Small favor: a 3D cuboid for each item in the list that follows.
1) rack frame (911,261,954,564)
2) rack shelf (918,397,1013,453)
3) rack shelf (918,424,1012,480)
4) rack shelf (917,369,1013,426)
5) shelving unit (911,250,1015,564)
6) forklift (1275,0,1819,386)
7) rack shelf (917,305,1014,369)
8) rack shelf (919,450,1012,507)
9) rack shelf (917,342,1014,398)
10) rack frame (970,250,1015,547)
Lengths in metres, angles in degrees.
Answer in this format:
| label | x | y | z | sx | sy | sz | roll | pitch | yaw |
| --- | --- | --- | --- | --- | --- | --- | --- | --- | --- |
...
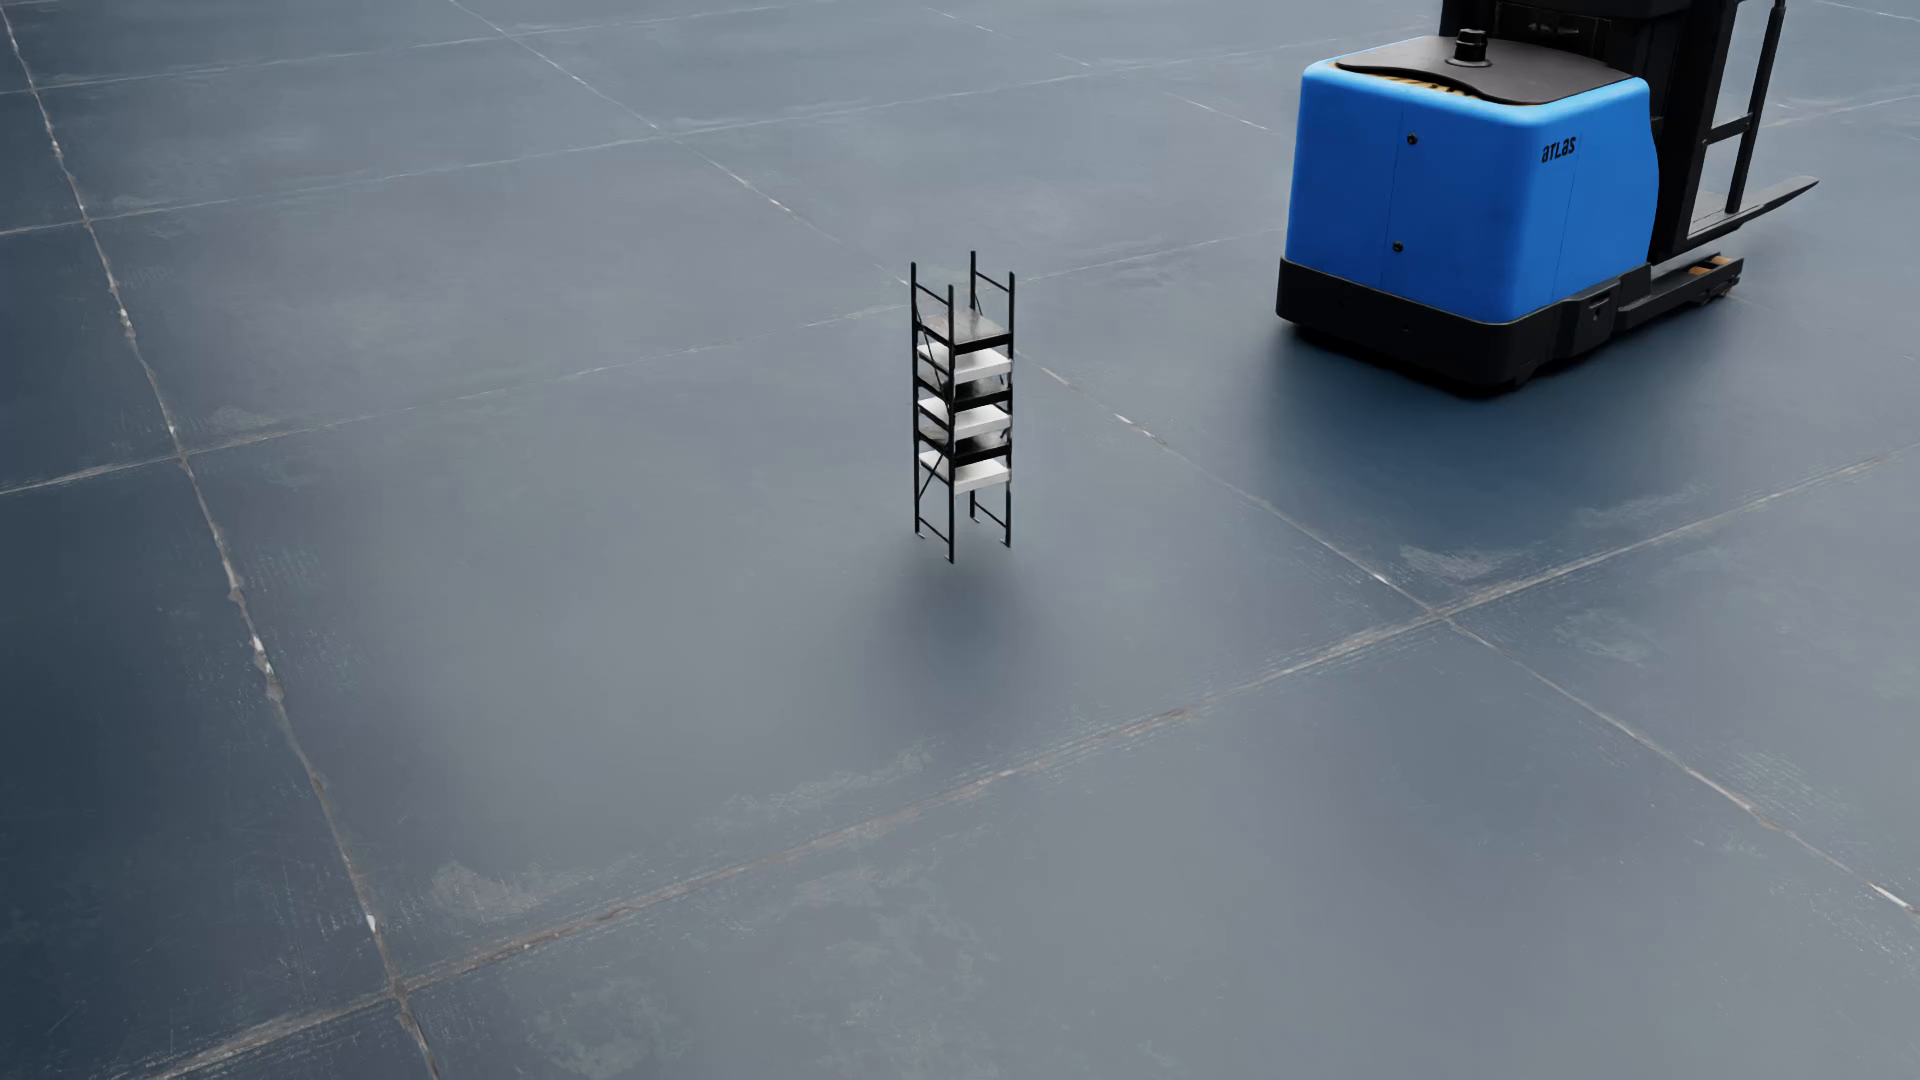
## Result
| label | x | y | z | sx | sy | sz | roll | pitch | yaw |
| --- | --- | --- | --- | --- | --- | --- | --- | --- | --- |
| rack frame | -0.081 | -0.371 | 4.991 | 0.006 | 0.900 | 0.240 | -16 | 33 | -26 |
| rack shelf | 0.007 | -0.367 | 5.052 | 0.200 | 0.077 | 0.258 | -16 | 33 | -26 |
| rack shelf | 0.007 | -0.288 | 5.096 | 0.200 | 0.077 | 0.258 | -16 | 33 | -26 |
| rack shelf | 0.007 | -0.446 | 5.009 | 0.200 | 0.077 | 0.258 | -16 | 33 | -26 |
| shelving unit | 0.007 | -0.396 | 5.036 | 0.210 | 0.900 | 0.258 | -16 | 33 | -26 |
| forklift | 2.726 | -2.442 | 6.641 | 3.031 | 2.935 | 1.130 | -23 | 36 | -35 |
| rack shelf | 0.007 | -0.603 | 4.922 | 0.200 | 0.077 | 0.258 | -16 | 33 | -26 |
| rack shelf | 0.007 | -0.209 | 5.139 | 0.200 | 0.077 | 0.258 | -16 | 33 | -26 |
| rack shelf | 0.007 | -0.524 | 4.965 | 0.200 | 0.077 | 0.258 | -16 | 33 | -26 |
| rack frame | 0.095 | -0.421 | 5.081 | 0.006 | 0.900 | 0.240 | -16 | 33 | -26 |
